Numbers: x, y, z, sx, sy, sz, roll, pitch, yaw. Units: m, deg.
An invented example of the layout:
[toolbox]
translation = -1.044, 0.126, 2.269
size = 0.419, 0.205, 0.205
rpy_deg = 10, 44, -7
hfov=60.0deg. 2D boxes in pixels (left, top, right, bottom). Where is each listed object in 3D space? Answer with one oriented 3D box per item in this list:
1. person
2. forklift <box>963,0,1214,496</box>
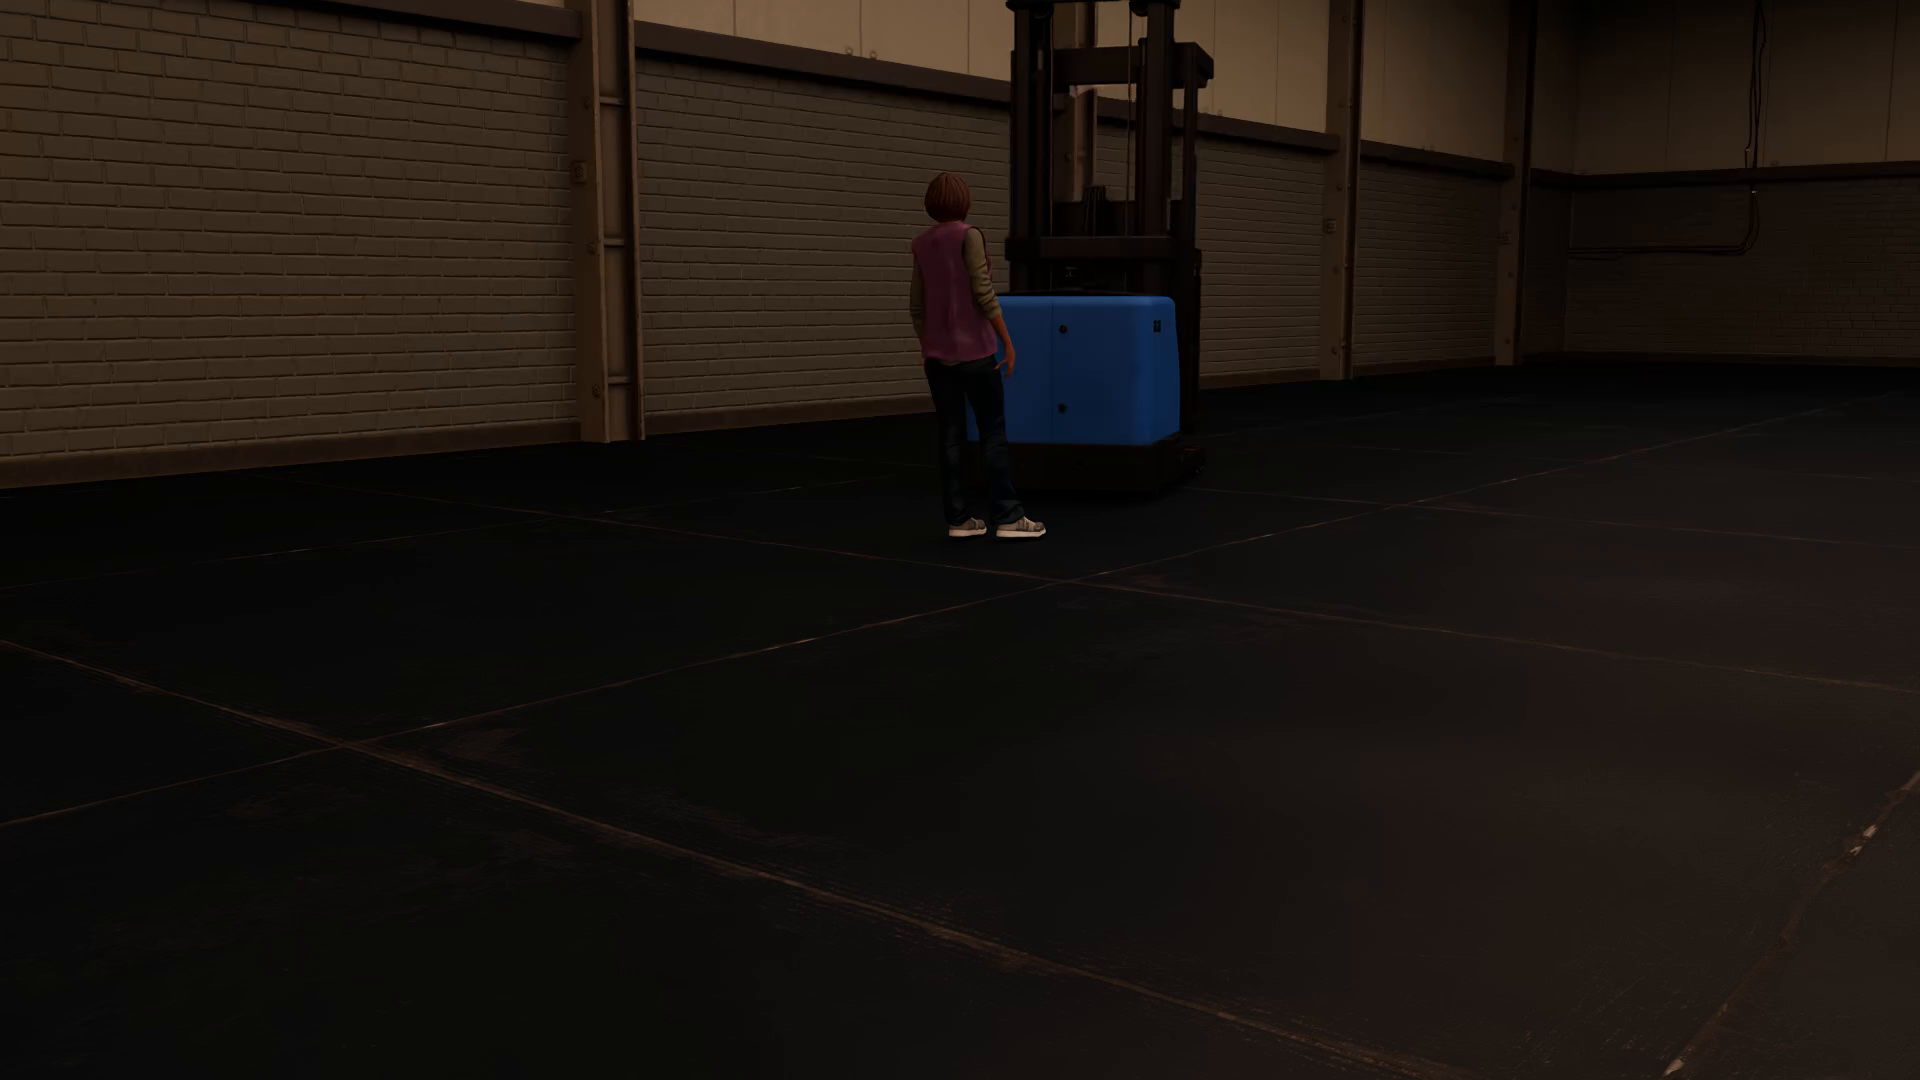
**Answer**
[person]
translation = 0.057, -0.804, 7.336
size = 0.520, 1.596, 0.476
rpy_deg = 7, 11, 38
[forklift]
translation = 0.899, -1.857, 9.969
size = 1.130, 2.935, 3.031
rpy_deg = 2, 9, 16
